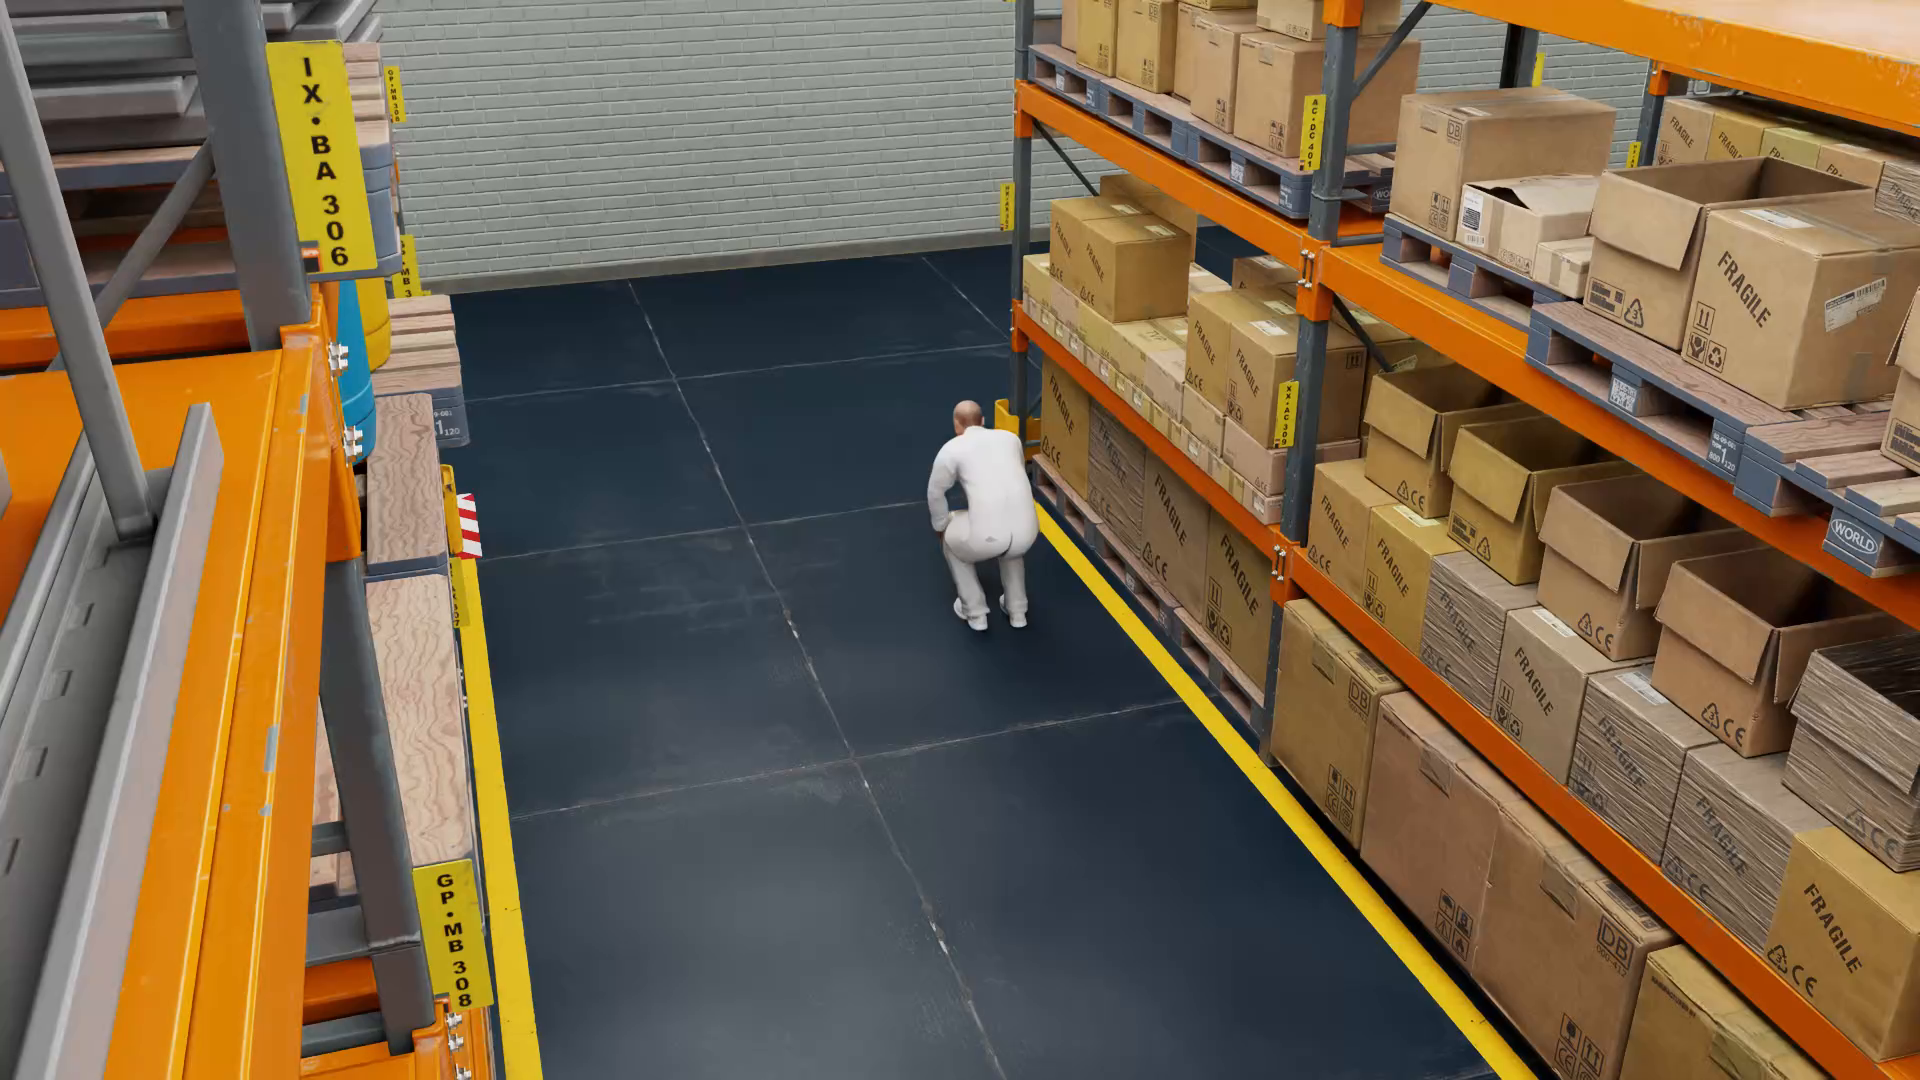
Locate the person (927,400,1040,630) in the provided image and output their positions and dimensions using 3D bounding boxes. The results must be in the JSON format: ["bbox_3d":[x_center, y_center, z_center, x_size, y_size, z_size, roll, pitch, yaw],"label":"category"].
[{"bbox_3d":[0.148,-0.122,9.929,0.633,1.300,0.775,-8,27,-16],"label":"person"}]
